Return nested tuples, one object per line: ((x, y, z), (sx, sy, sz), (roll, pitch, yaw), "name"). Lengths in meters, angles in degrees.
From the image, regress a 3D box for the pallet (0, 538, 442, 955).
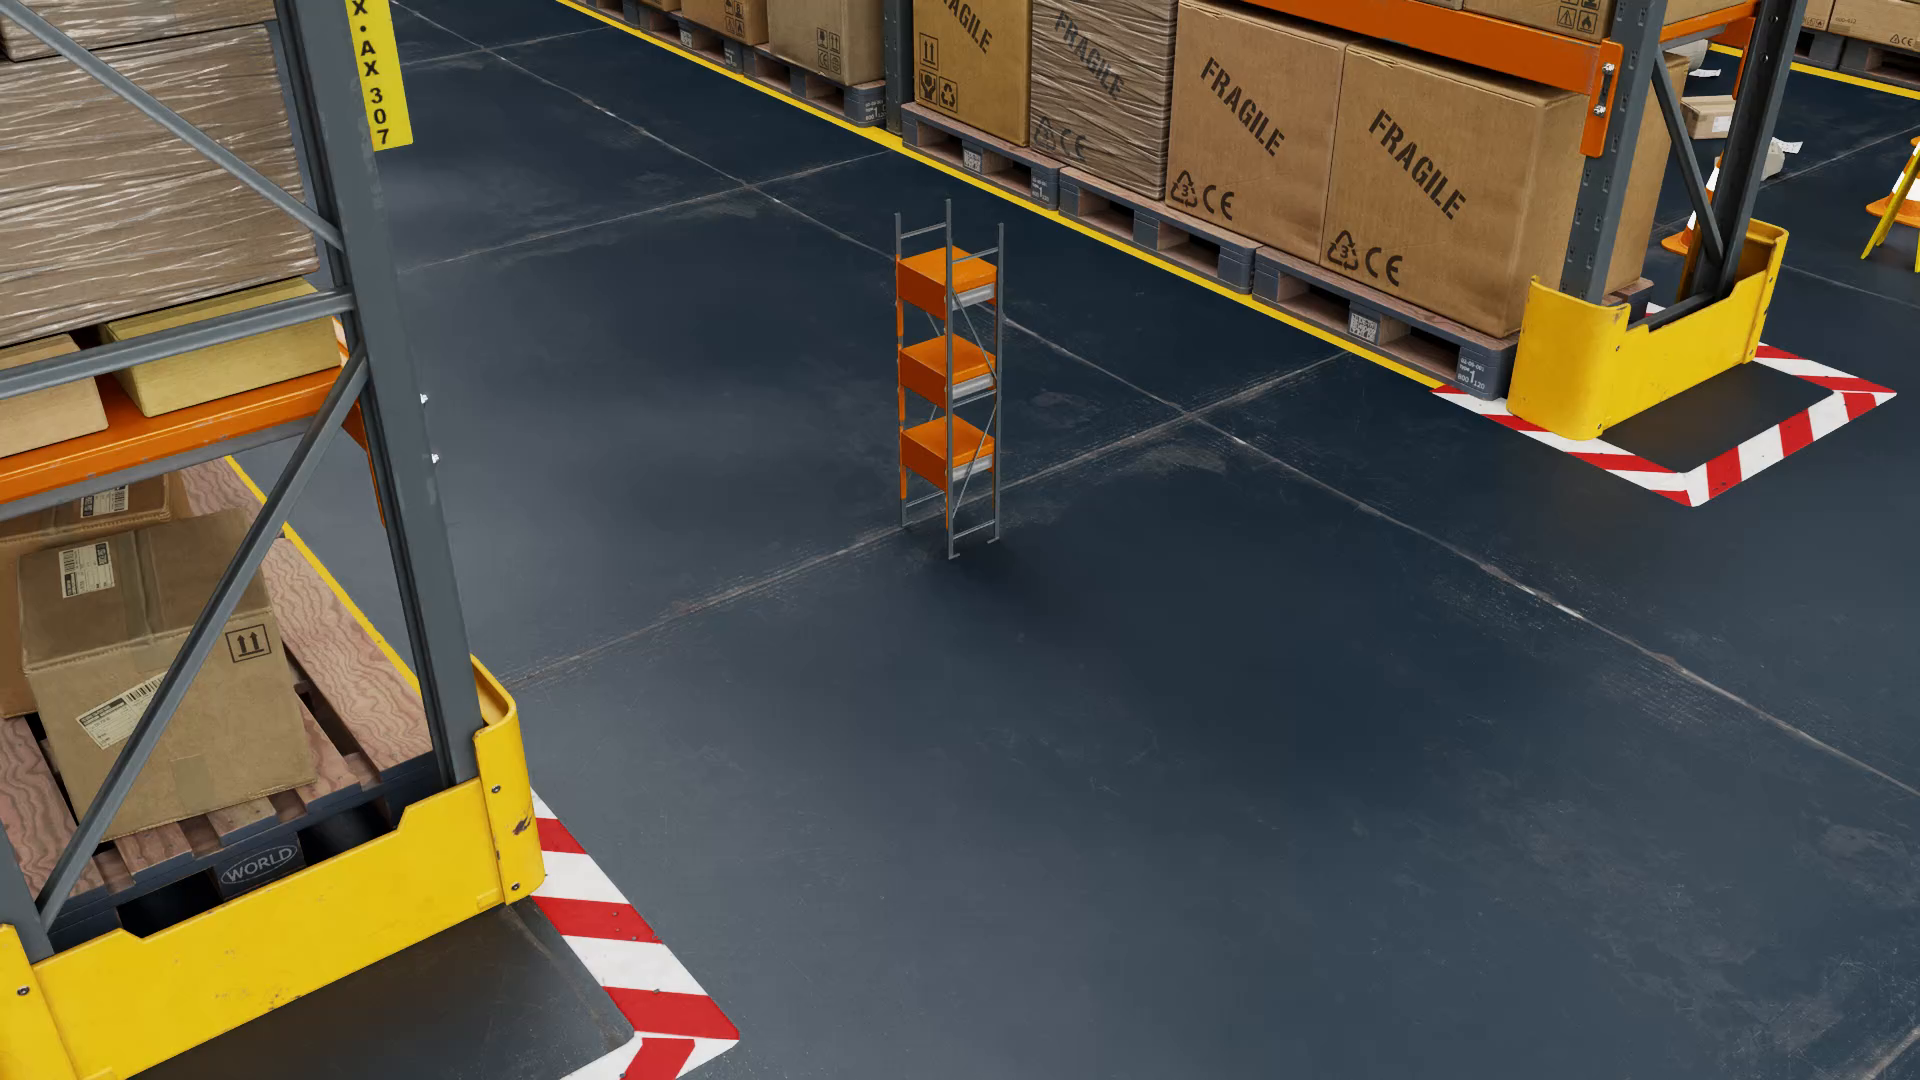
((-1.998, 0.489, 4.263), (1.003, 0.211, 1.213), (-22, 38, -31), "pallet")

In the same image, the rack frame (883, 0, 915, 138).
((0.046, -3.544, 8.113), (1.000, 3.000, 0.127), (-22, 38, -31), "rack frame")

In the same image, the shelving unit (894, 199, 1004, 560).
((-0.033, -0.468, 5.009), (0.215, 1.050, 0.252), (-22, 38, -31), "shelving unit")

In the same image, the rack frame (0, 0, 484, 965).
((-1.481, -0.314, 2.912), (1.000, 3.000, 0.127), (-22, 38, -31), "rack frame")

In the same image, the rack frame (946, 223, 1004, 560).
((0.042, -0.417, 4.927), (0.200, 1.050, 0.008), (-22, 38, -31), "rack frame")

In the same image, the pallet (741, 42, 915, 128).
((-0.487, -2.656, 9.327), (1.003, 0.211, 1.213), (-22, 38, -31), "pallet")

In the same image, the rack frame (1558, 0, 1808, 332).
((2.499, -1.877, 5.428), (1.000, 3.000, 0.127), (-22, 38, -31), "rack frame")

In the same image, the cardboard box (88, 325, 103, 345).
((-1.606, -0.514, 3.472), (0.380, 0.149, 0.250), (-22, 38, -31), "cardboard box")

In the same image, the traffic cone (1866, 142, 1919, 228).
((4.396, -1.704, 7.554), (0.336, 0.463, 0.334), (-22, 38, -31), "traffic cone")

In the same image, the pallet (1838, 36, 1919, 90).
((5.830, -2.717, 9.425), (1.003, 0.211, 1.213), (-22, 38, -31), "pallet")

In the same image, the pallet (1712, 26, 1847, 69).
((5.086, -3.225, 10.243), (1.003, 0.211, 1.213), (-22, 38, -31), "pallet")

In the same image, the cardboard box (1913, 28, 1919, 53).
((5.624, -2.790, 9.108), (0.500, 0.250, 0.500), (-22, 38, -32), "cardboard box")

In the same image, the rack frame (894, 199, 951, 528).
((-0.108, -0.519, 5.091), (0.200, 1.050, 0.008), (-22, 38, -31), "rack frame")

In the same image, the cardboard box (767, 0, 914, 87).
((-0.406, -2.996, 8.965), (1.050, 0.750, 0.750), (-22, 38, -32), "cardboard box")

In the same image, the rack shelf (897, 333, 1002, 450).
((-0.033, -0.459, 5.014), (0.215, 0.259, 0.240), (-22, 38, -31), "rack shelf")

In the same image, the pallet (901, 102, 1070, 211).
((0.451, -2.017, 8.297), (1.003, 0.211, 1.213), (-22, 38, -31), "pallet")

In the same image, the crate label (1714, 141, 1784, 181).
((3.865, -1.873, 8.135), (0.298, 0.136, 0.250), (12, 34, 19), "crate label")

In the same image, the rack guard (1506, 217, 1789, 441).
((2.514, -0.805, 6.072), (1.175, 0.500, 0.348), (-22, 38, -31), "rack guard")

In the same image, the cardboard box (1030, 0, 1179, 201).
((0.932, -2.160, 7.501), (0.875, 0.875, 0.875), (-22, 38, -31), "cardboard box")

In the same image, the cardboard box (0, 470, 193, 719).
((-2.244, 0.066, 4.272), (0.500, 0.500, 0.500), (-12, 34, -19), "cardboard box")

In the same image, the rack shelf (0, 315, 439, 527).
((-2.707, -0.842, 4.444), (1.077, 0.370, 4.000), (-22, 38, -31), "rack shelf")

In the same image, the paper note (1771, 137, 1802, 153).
((4.195, -2.009, 8.456), (0.142, 0.019, 0.148), (18, 36, 27), "paper note")

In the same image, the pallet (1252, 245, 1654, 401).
((1.947, -1.000, 6.660), (1.003, 0.211, 1.213), (-22, 38, -31), "pallet")

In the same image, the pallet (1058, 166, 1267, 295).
((1.203, -1.508, 7.478), (1.003, 0.211, 1.213), (-22, 38, -31), "pallet")

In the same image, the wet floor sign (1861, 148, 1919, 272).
((4.081, -1.505, 7.062), (0.232, 0.644, 0.267), (26, 40, 35), "wet floor sign")

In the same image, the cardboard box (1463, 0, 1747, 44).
((2.236, -2.080, 5.614), (0.875, 0.550, 0.550), (-22, 38, -31), "cardboard box")

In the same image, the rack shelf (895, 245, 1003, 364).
((-0.033, -0.700, 4.865), (0.215, 0.259, 0.240), (-22, 38, -31), "rack shelf")

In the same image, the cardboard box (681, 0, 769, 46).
((-0.994, -3.399, 9.614), (1.050, 0.750, 0.750), (-22, 38, -31), "cardboard box")

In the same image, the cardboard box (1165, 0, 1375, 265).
((1.490, -1.780, 6.888), (0.875, 0.875, 0.875), (-23, 39, -32), "cardboard box")

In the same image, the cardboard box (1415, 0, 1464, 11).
((1.881, -2.302, 5.972), (0.875, 0.550, 0.550), (-22, 38, -31), "cardboard box")

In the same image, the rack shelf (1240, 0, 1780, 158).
((1.273, -2.405, 6.960), (1.077, 0.370, 4.000), (-22, 38, -31), "rack shelf")

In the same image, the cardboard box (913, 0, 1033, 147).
((0.377, -2.535, 8.104), (0.875, 0.875, 0.875), (-22, 38, -31), "cardboard box")

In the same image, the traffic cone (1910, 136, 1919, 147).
((5.064, -2.204, 8.361), (0.336, 0.463, 0.334), (-22, 38, -31), "traffic cone")

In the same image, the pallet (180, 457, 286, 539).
((-2.742, -0.019, 5.081), (1.003, 0.211, 1.213), (-22, 38, -31), "pallet")

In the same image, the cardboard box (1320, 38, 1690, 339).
((2.031, -1.414, 6.299), (0.875, 0.875, 0.875), (-22, 38, -31), "cardboard box")

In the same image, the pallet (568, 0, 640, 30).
((-1.983, -3.673, 10.964), (1.003, 0.211, 1.213), (-22, 38, -31), "pallet")

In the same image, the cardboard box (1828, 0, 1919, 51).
((5.328, -2.999, 9.443), (0.500, 0.250, 0.500), (-22, 38, -31), "cardboard box")

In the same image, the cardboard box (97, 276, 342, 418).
((-1.467, -0.403, 3.294), (0.380, 0.149, 0.250), (-22, 38, -31), "cardboard box")

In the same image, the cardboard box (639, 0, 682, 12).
((-1.566, -3.787, 10.239), (1.050, 0.750, 0.750), (-22, 38, -31), "cardboard box")

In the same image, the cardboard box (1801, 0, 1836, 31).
((5.002, -3.215, 9.792), (0.500, 0.250, 0.500), (-24, 39, -33), "cardboard box")

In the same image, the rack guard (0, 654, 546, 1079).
((-1.528, 0.716, 3.623), (1.175, 0.500, 0.348), (-22, 38, -31), "rack guard")

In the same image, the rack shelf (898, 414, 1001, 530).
((-0.033, -0.223, 5.161), (0.215, 0.259, 0.240), (-22, 38, -31), "rack shelf")

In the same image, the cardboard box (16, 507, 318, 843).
((-1.851, 0.304, 3.889), (0.500, 0.500, 0.500), (-15, 35, -23), "cardboard box")

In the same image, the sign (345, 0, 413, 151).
((-1.052, -0.857, 2.967), (0.100, 0.325, 0.005), (-22, 38, -31), "sign")

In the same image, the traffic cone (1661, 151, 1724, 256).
((3.295, -1.480, 7.194), (0.336, 0.463, 0.334), (-22, 38, -31), "traffic cone")

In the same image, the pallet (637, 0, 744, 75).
((-1.239, -3.165, 10.146), (1.003, 0.211, 1.213), (-22, 38, -31), "pallet")

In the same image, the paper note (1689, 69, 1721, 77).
((4.279, -2.688, 9.549), (0.148, 0.019, 0.142), (18, 36, 27), "paper note")

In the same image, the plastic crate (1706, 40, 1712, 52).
((4.209, -3.027, 10.049), (0.583, 0.080, 0.402), (18, 36, 27), "plastic crate")

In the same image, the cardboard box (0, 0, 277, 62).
((-1.603, -1.225, 3.055), (0.500, 0.500, 0.500), (-22, 38, -31), "cardboard box")

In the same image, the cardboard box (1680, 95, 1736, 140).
((3.948, -2.202, 8.654), (0.380, 0.149, 0.250), (-4, 32, -7), "cardboard box")

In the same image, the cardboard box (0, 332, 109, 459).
((-1.819, -0.259, 3.062), (0.380, 0.149, 0.250), (-22, 38, -31), "cardboard box")

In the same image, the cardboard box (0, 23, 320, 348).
((-1.797, -0.721, 3.191), (0.875, 0.500, 0.500), (-22, 38, -31), "cardboard box")

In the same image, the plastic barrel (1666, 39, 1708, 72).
((3.885, -2.797, 9.352), (0.512, 0.421, 0.421), (1, 32, 2), "plastic barrel")
